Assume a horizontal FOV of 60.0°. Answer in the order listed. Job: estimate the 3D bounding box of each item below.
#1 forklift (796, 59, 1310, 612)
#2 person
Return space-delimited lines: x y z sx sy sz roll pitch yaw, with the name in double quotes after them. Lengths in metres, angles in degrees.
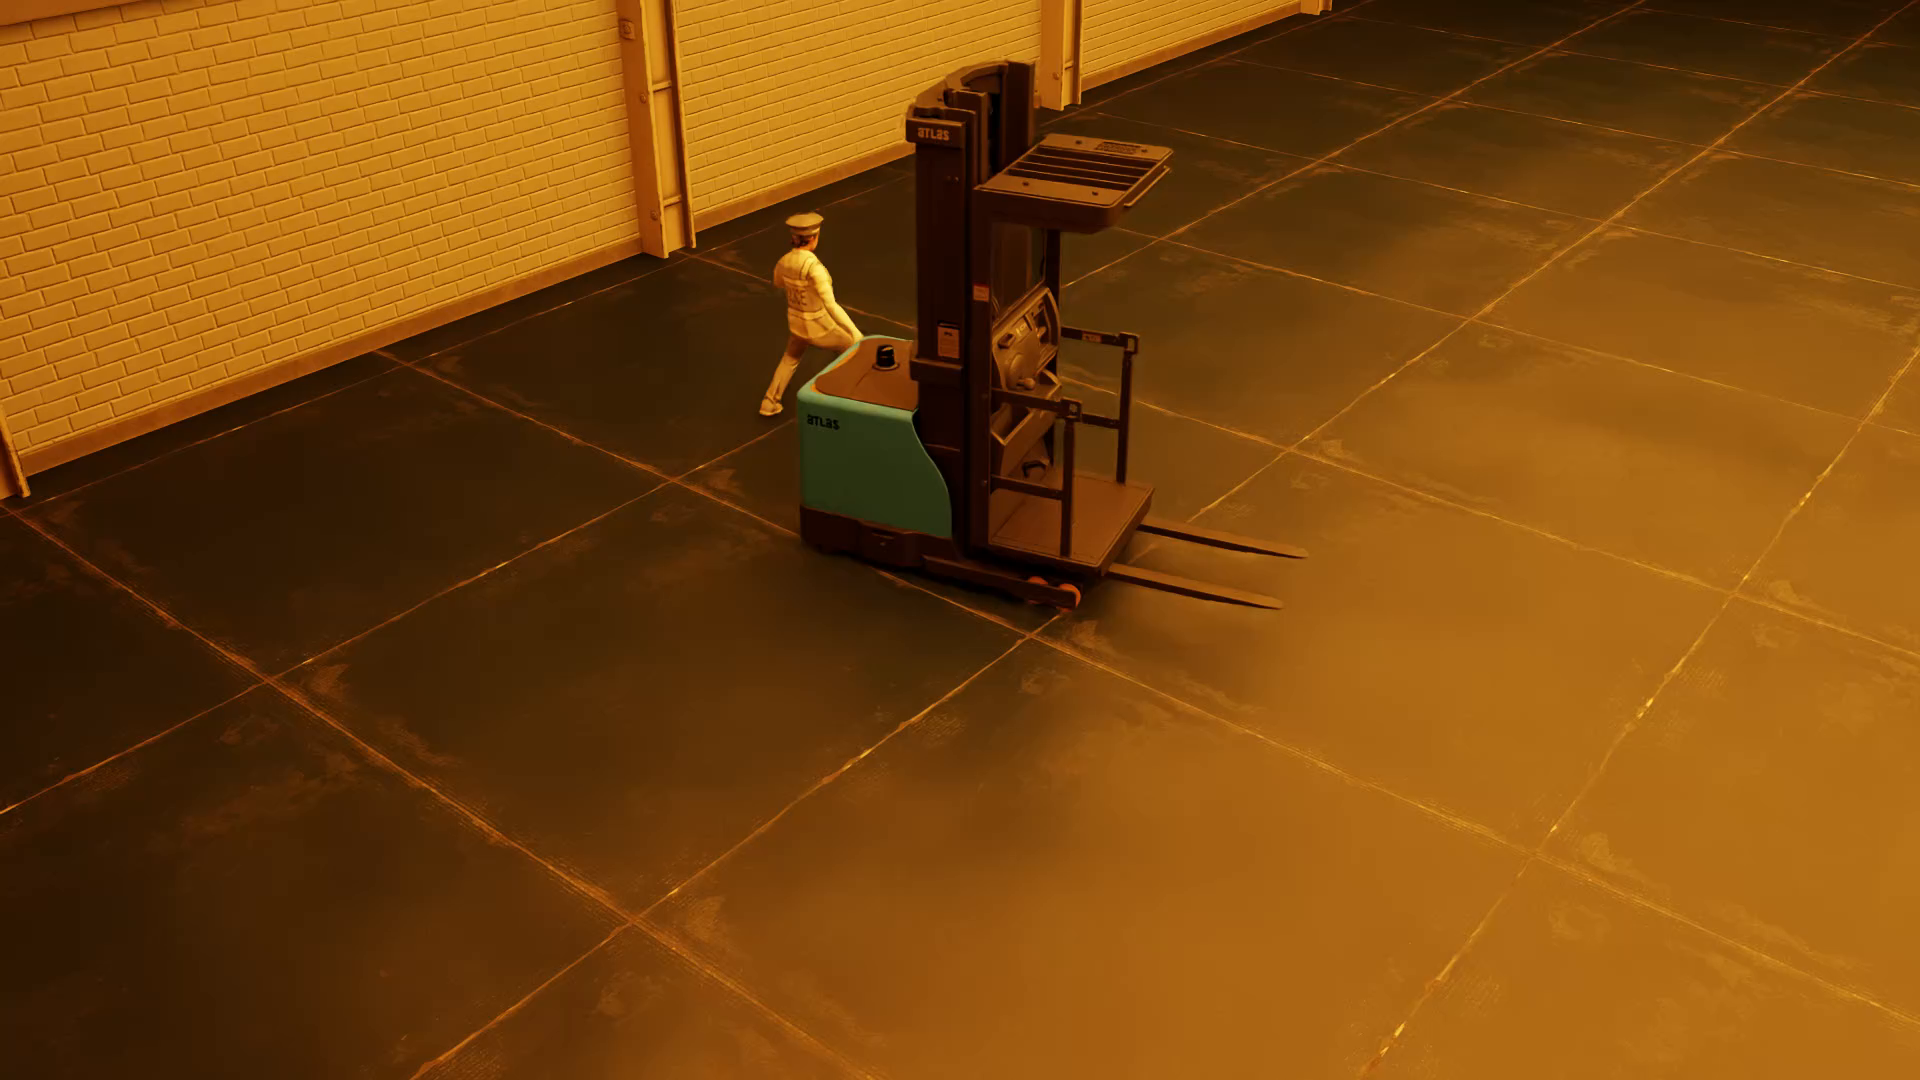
0.567 -1.146 9.557 3.031 2.935 1.130 12 33 20 "forklift"
-1.046 -1.541 11.628 0.670 1.513 0.882 -26 39 -37 "person"
